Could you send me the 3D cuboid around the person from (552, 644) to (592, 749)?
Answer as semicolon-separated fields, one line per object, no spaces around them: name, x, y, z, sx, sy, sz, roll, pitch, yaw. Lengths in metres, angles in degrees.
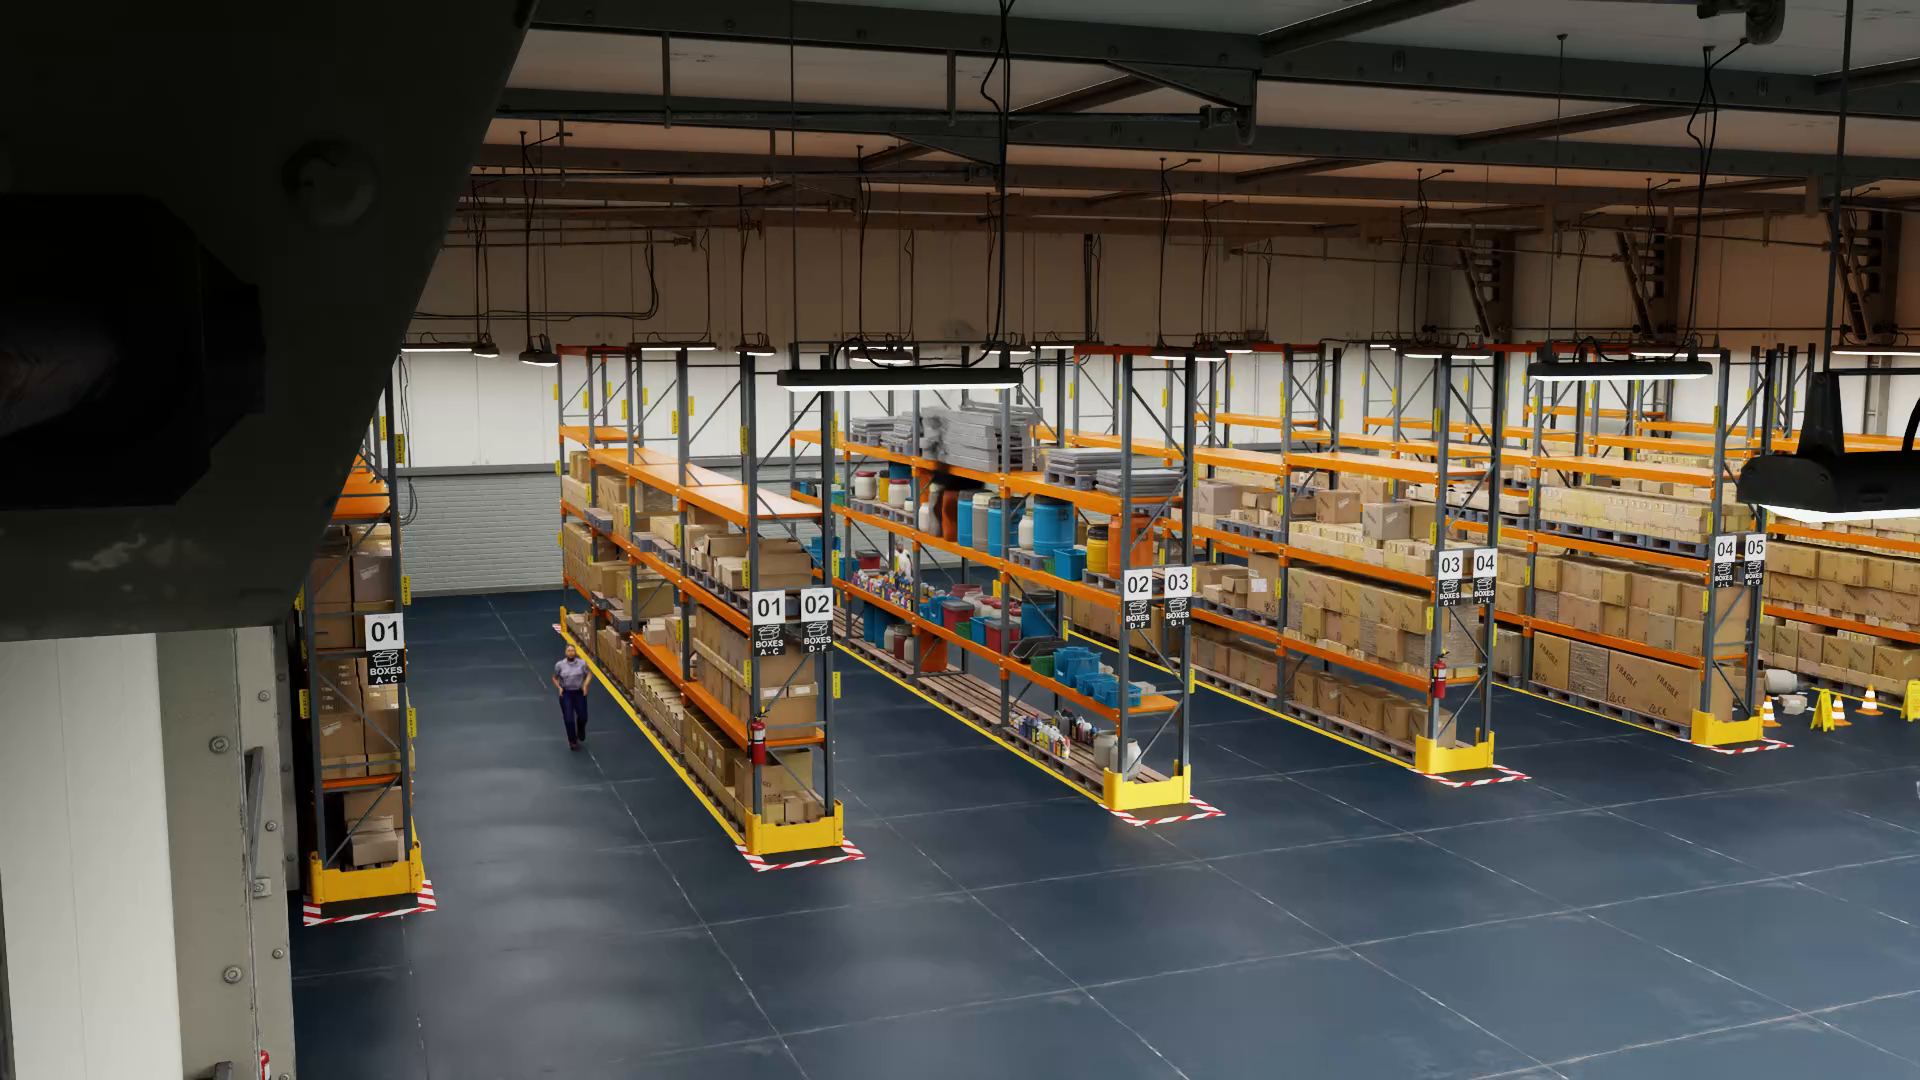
person;-5.851;2.355;25.118;0.586;1.601;0.543;-2;8;-15

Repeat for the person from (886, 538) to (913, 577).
person;-1.326;0.809;36.886;0.701;1.726;0.740;-5;9;-34

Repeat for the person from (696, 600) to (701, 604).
person;-5.057;1.327;32.891;0.593;1.696;0.856;-4;8;-28
